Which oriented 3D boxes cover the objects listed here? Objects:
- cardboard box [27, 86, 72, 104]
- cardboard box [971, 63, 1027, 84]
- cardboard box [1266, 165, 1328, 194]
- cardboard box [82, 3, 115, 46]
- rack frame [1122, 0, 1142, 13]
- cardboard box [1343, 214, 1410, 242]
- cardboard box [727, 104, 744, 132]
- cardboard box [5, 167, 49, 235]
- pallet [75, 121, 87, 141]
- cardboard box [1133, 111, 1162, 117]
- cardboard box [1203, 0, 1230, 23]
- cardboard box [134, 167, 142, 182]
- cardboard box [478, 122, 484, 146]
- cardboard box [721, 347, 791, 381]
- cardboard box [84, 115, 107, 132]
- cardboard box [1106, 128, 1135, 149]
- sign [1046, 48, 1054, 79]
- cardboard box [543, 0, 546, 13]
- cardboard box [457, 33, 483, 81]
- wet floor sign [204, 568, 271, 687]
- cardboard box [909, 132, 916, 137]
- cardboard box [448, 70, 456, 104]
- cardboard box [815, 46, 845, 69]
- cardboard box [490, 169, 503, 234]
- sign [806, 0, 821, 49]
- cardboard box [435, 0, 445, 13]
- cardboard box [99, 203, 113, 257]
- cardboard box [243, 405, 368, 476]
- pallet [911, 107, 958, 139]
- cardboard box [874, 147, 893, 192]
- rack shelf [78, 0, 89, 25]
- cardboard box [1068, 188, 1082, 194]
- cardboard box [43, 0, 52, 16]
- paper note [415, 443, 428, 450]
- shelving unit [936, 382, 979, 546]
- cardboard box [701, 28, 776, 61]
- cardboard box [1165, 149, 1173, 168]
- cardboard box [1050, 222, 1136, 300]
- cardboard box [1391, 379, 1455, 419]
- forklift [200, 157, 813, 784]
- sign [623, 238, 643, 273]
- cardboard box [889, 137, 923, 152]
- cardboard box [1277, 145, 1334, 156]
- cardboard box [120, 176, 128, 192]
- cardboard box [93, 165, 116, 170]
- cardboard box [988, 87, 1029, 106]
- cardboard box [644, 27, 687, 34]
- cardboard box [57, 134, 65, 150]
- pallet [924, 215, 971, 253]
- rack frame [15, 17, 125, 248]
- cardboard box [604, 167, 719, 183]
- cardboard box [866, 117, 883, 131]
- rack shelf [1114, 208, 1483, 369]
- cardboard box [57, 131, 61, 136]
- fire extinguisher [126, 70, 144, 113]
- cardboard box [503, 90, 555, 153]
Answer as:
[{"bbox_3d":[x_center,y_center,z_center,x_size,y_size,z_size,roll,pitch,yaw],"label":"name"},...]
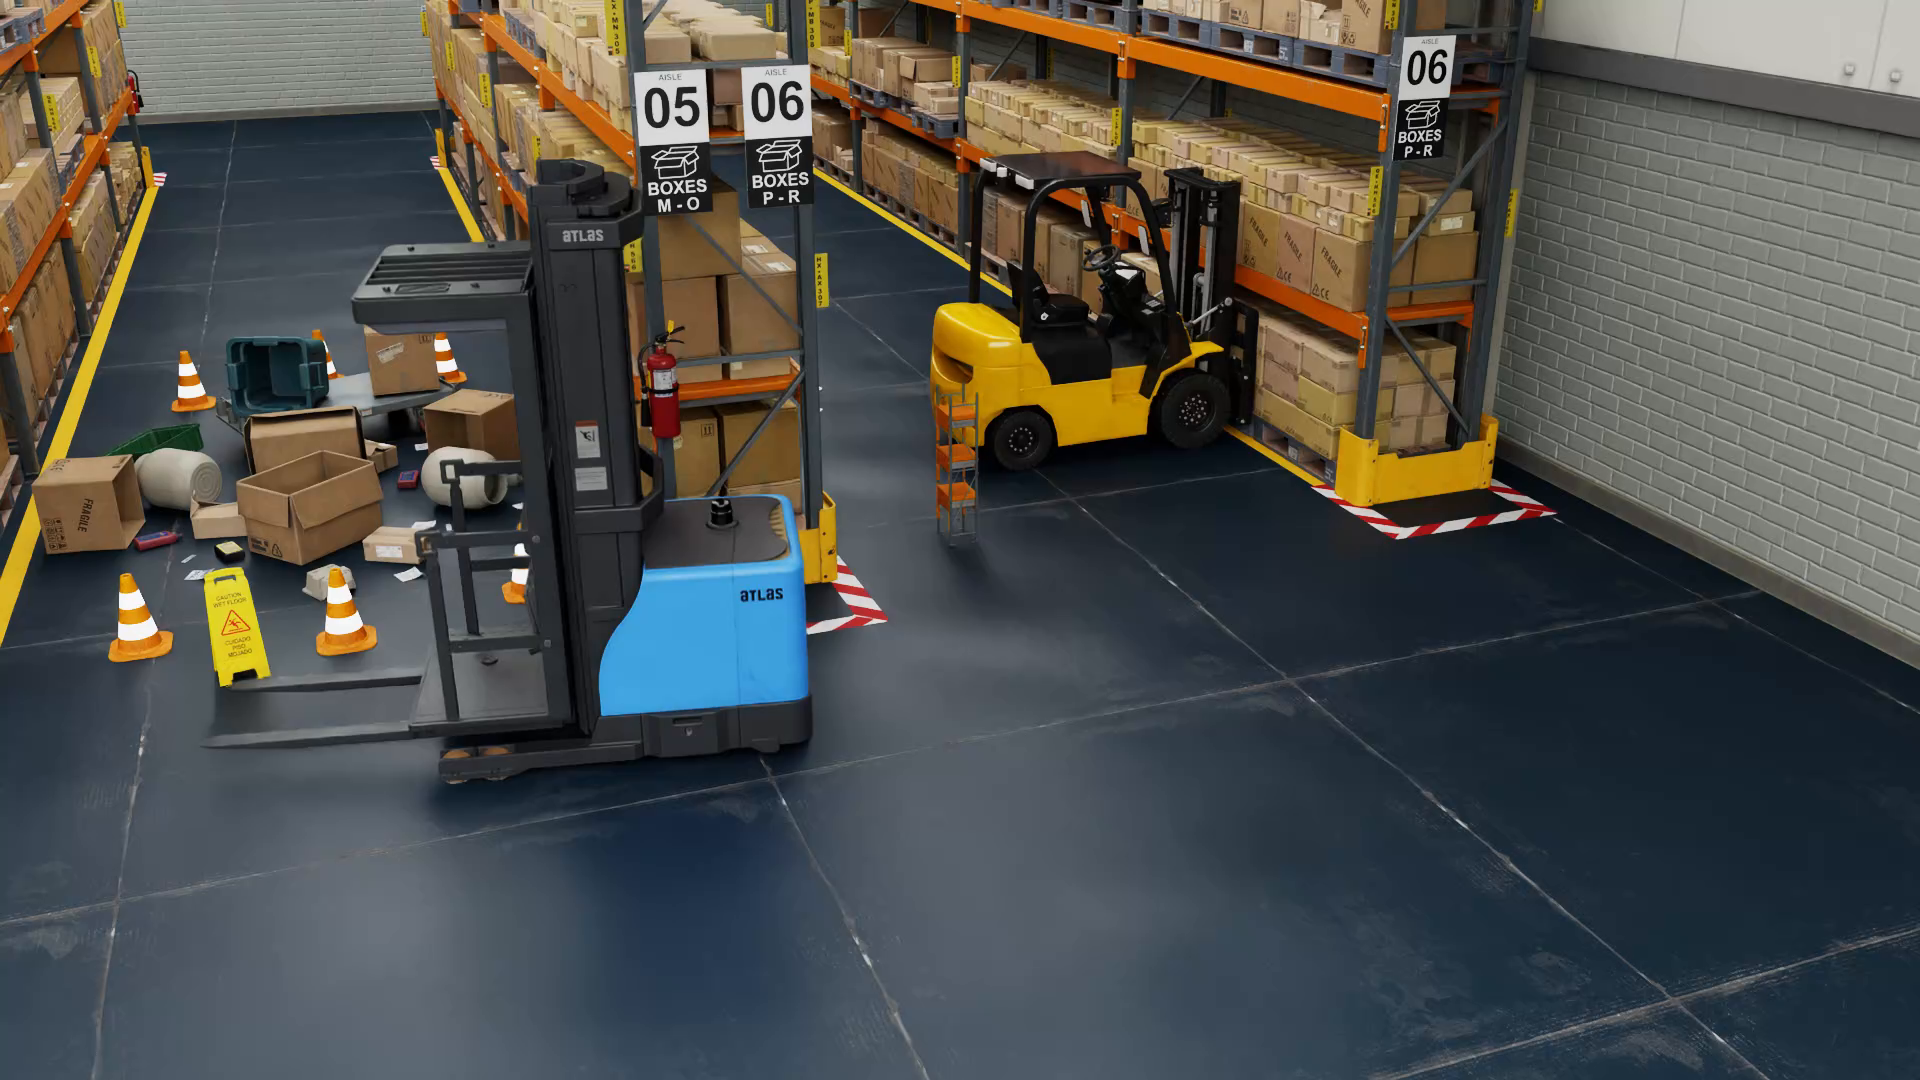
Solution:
[{"bbox_3d":[-9.579,-4.670,17.485,0.380,0.149,0.250,-8,24,-19],"label":"cardboard box"},{"bbox_3d":[0.434,-5.117,18.860,0.500,0.500,0.500,-7,24,-17],"label":"cardboard box"},{"bbox_3d":[2.523,-2.702,12.453,0.380,0.149,0.250,-8,24,-18],"label":"cardboard box"},{"bbox_3d":[-11.021,-6.505,21.023,0.500,0.500,0.500,-9,25,-21],"label":"cardboard box"},{"bbox_3d":[1.882,-5.980,13.852,1.000,3.000,0.127,-8,24,-19],"label":"rack frame"},{"bbox_3d":[2.911,-2.195,11.632,0.380,0.149,0.250,-8,24,-18],"label":"cardboard box"},{"bbox_3d":[-1.160,-2.511,9.808,0.380,0.149,0.250,-8,24,-19],"label":"cardboard box"},{"bbox_3d":[-8.006,-2.827,13.967,0.500,0.500,0.500,-9,24,-20],"label":"cardboard box"},{"bbox_3d":[-10.047,-4.338,17.928,1.003,0.211,1.213,-8,24,-19],"label":"pallet"},{"bbox_3d":[1.716,-4.003,15.922,0.380,0.149,0.250,-9,24,-20],"label":"cardboard box"},{"bbox_3d":[2.123,-4.195,12.982,0.396,0.266,0.258,-9,24,-20],"label":"cardboard box"},{"bbox_3d":[-11.028,-4.815,21.942,0.380,0.149,0.250,-8,24,-17],"label":"cardboard box"},{"bbox_3d":[-4.953,-4.434,18.102,0.500,0.250,0.500,-9,24,-20],"label":"cardboard box"},{"bbox_3d":[-1.273,-1.116,10.359,0.380,0.149,0.250,-8,24,-19],"label":"cardboard box"},{"bbox_3d":[-9.975,-4.756,18.996,0.380,0.149,0.250,-7,24,-17],"label":"cardboard box"},{"bbox_3d":[1.554,-3.654,15.094,0.380,0.149,0.250,-7,24,-17],"label":"cardboard box"},{"bbox_3d":[0.987,-5.280,18.425,0.100,0.325,0.005,-8,24,-19],"label":"sign"},{"bbox_3d":[-2.835,-3.918,12.117,0.380,0.149,0.250,-8,24,-17],"label":"cardboard box"},{"bbox_3d":[-5.494,-5.567,19.179,0.500,0.500,0.500,-8,24,-19],"label":"cardboard box"},{"bbox_3d":[-4.080,0.460,9.329,0.267,0.644,0.232,-13,26,-28],"label":"wet floor sign"},{"bbox_3d":[-0.446,-5.274,21.744,0.380,0.149,0.250,-8,24,-19],"label":"cardboard box"},{"bbox_3d":[-6.176,-5.806,21.034,0.500,0.500,0.500,-9,24,-20],"label":"cardboard box"},{"bbox_3d":[-1.707,-6.705,23.106,0.500,0.250,0.500,-9,24,-19],"label":"cardboard box"},{"bbox_3d":[-4.966,-4.113,19.342,0.875,0.875,0.875,-8,24,-17],"label":"cardboard box"},{"bbox_3d":[-0.839,-2.939,9.375,0.100,0.325,0.005,-8,24,-19],"label":"sign"},{"bbox_3d":[-6.624,-6.963,21.657,0.380,0.149,0.250,-9,24,-20],"label":"cardboard box"},{"bbox_3d":[-9.503,-3.345,18.002,0.500,0.500,0.500,-9,24,-20],"label":"cardboard box"},{"bbox_3d":[-4.674,-0.622,11.902,0.797,0.637,0.503,-8,24,-19],"label":"cardboard box"},{"bbox_3d":[0.164,-4.817,19.065,1.213,0.211,1.003,-8,24,-19],"label":"pallet"},{"bbox_3d":[-0.786,-4.765,21.372,0.500,0.500,0.500,-9,24,-20],"label":"cardboard box"},{"bbox_3d":[-10.888,-6.502,19.878,1.077,0.370,4.000,-8,24,-19],"label":"rack shelf"},{"bbox_3d":[1.277,-3.476,15.828,0.500,0.250,0.500,-8,24,-19],"label":"cardboard box"},{"bbox_3d":[-9.086,-5.305,15.983,0.500,0.500,0.500,-8,24,-19],"label":"cardboard box"},{"bbox_3d":[-4.169,-0.739,12.963,0.148,0.019,0.142,-8,24,-19],"label":"paper note"},{"bbox_3d":[-0.019,-0.503,11.092,0.215,1.050,0.252,-8,24,-19],"label":"shelving unit"},{"bbox_3d":[-1.282,-2.871,9.634,0.380,0.149,0.250,-9,24,-19],"label":"cardboard box"},{"bbox_3d":[1.960,-3.224,14.073,0.380,0.149,0.250,-8,24,-19],"label":"cardboard box"},{"bbox_3d":[1.421,-2.786,16.515,0.875,0.625,0.625,-9,24,-20],"label":"cardboard box"},{"bbox_3d":[3.324,-1.119,12.398,0.500,0.250,0.500,-8,24,-18],"label":"cardboard box"},{"bbox_3d":[-2.332,-0.346,8.298,3.031,2.935,1.130,-4,23,-9],"label":"forklift"},{"bbox_3d":[-1.873,-1.690,9.501,0.100,0.325,0.005,-8,24,-19],"label":"sign"},{"bbox_3d":[-0.685,-5.017,21.133,0.380,0.149,0.250,-9,24,-20],"label":"cardboard box"},{"bbox_3d":[2.760,-3.057,13.295,0.380,0.149,0.250,-8,24,-17],"label":"cardboard box"},{"bbox_3d":[-10.501,-4.382,20.532,0.380,0.149,0.250,-9,24,-19],"label":"cardboard box"},{"bbox_3d":[-10.587,-4.508,20.448,0.380,0.149,0.250,-9,25,-21],"label":"cardboard box"},{"bbox_3d":[0.517,-4.671,17.507,0.380,0.149,0.250,-8,24,-18],"label":"cardboard box"},{"bbox_3d":[-1.798,-2.895,9.692,0.380,0.149,0.250,-8,24,-18],"label":"cardboard box"},{"bbox_3d":[-9.121,-3.929,16.492,0.380,0.149,0.250,-8,24,-17],"label":"cardboard box"},{"bbox_3d":[0.241,-3.661,19.663,1.003,0.211,1.213,-8,24,-19],"label":"pallet"},{"bbox_3d":[-10.181,-4.724,18.597,1.000,3.000,0.127,-8,24,-19],"label":"rack frame"},{"bbox_3d":[-1.903,-2.064,10.487,0.700,0.500,0.500,-8,24,-18],"label":"cardboard box"},{"bbox_3d":[-1.009,-5.442,21.758,0.380,0.149,0.250,-9,24,-20],"label":"cardboard box"},{"bbox_3d":[2.589,-2.158,13.433,1.077,0.370,4.000,-8,24,-19],"label":"rack shelf"},{"bbox_3d":[-9.123,-4.066,16.434,0.380,0.149,0.250,-8,24,-19],"label":"cardboard box"},{"bbox_3d":[-11.252,-6.125,22.500,0.296,0.674,0.183,-8,24,-19],"label":"fire extinguisher"},{"bbox_3d":[-4.040,-3.980,15.778,0.500,0.500,0.500,-7,24,-16],"label":"cardboard box"}]
